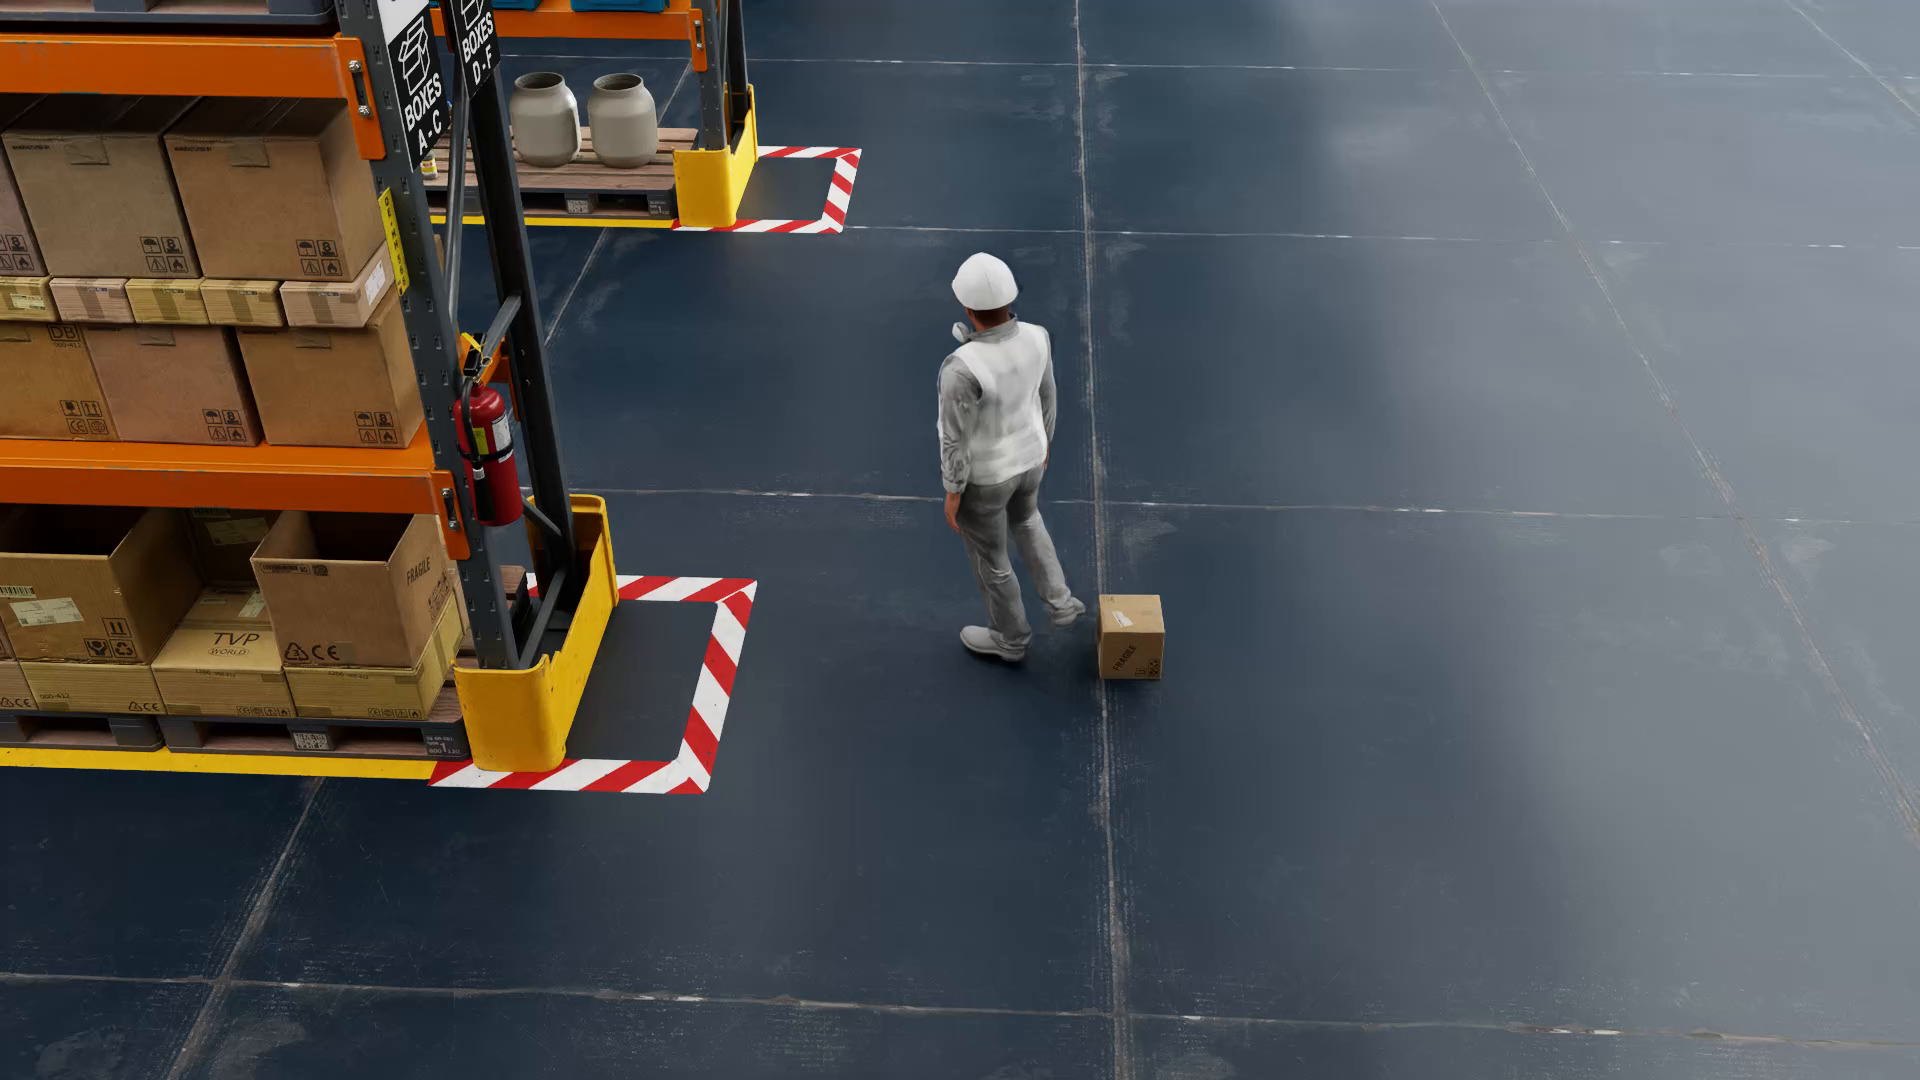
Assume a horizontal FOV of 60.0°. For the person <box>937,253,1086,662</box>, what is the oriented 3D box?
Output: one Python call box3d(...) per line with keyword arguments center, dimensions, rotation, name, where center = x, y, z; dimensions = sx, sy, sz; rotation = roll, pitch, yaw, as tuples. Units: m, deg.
box3d(center=(0.201, -0.304, 6.524), dimensions=(0.663, 1.760, 0.496), rotation=(-27, 44, -33), name="person")
